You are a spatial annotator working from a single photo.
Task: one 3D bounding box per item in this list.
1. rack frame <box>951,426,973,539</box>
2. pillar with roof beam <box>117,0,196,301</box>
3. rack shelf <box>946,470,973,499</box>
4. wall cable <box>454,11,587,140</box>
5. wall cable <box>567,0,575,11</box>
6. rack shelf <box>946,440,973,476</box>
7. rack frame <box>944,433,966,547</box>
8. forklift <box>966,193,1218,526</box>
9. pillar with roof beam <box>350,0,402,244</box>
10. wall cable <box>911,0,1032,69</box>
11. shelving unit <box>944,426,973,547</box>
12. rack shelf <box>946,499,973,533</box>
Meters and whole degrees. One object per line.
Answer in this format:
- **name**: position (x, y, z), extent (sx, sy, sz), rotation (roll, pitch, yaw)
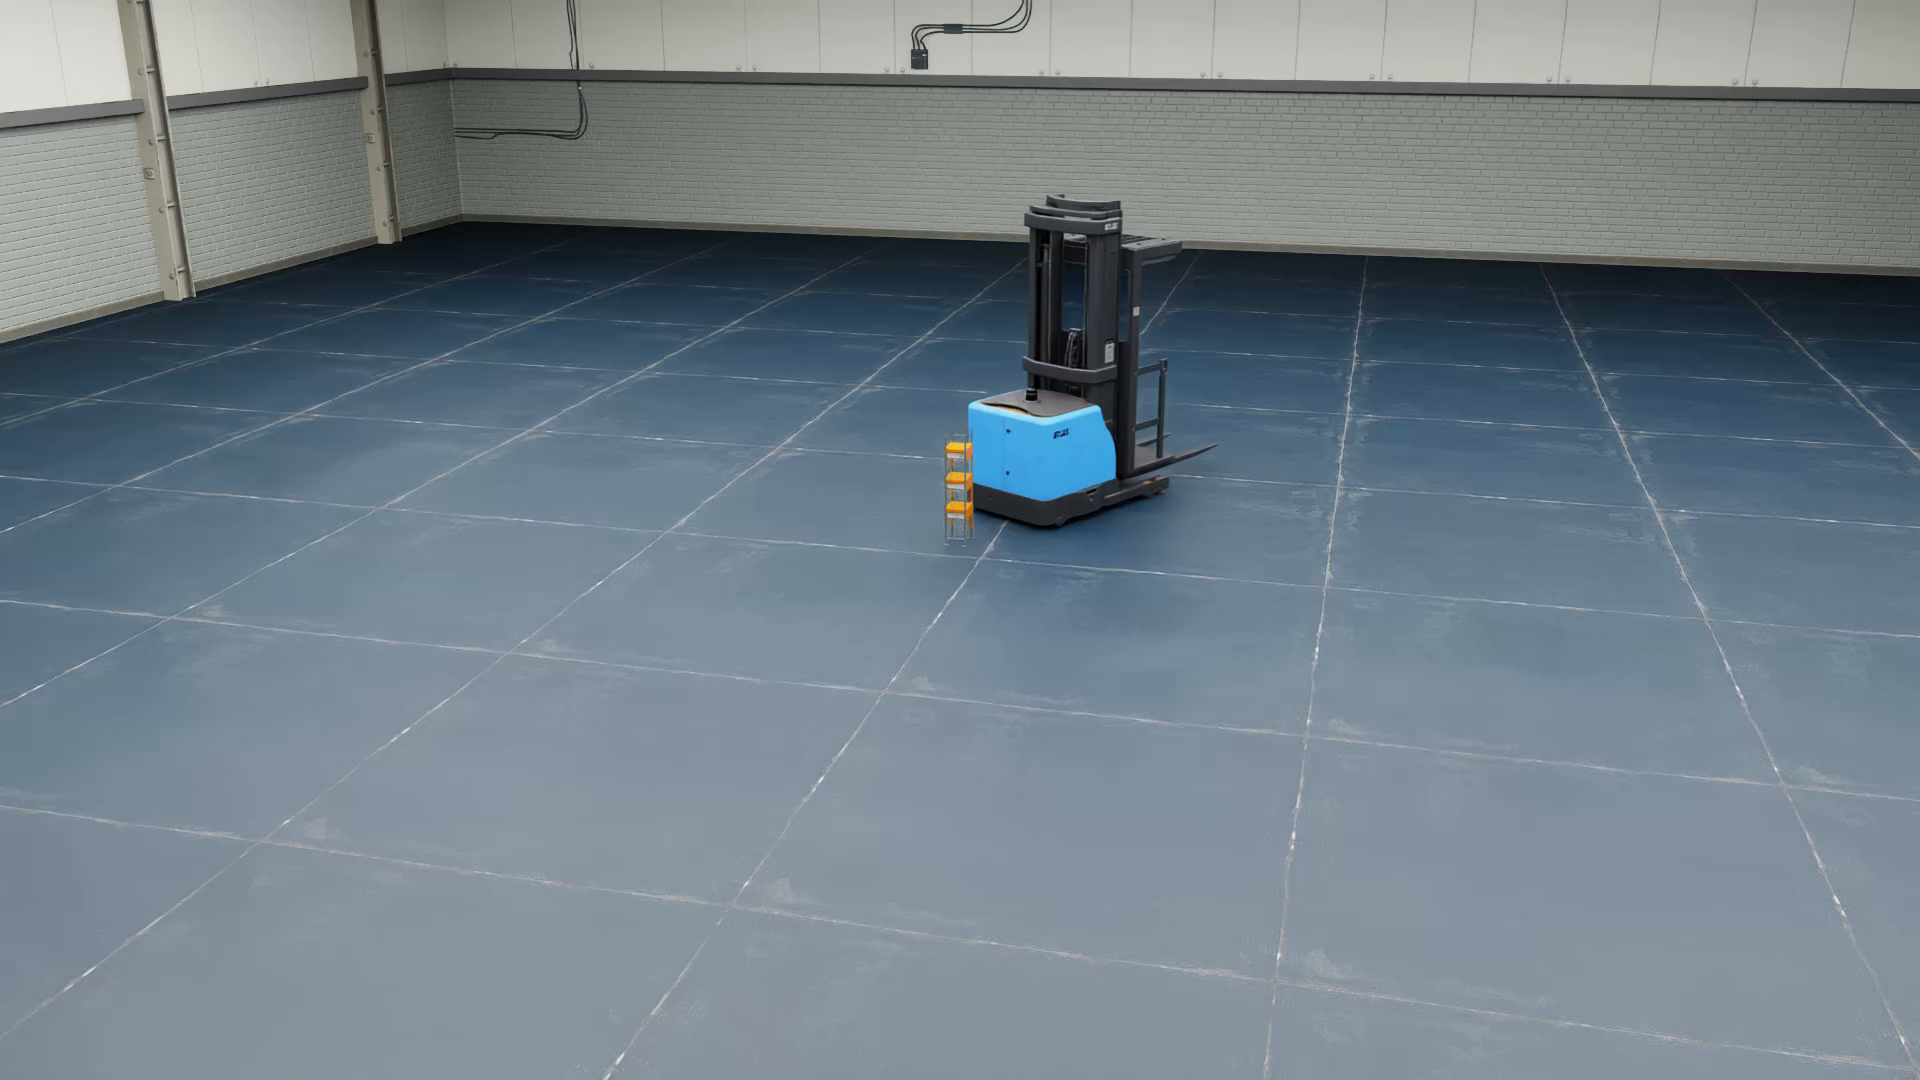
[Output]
- **rack frame**: position (0.017, -0.518, 15.143), extent (0.200, 1.050, 0.008), rotation (5, 19, 13)
- **pillar with roof beam**: position (-8.294, -7.785, 24.121), extent (9.100, 9.000, 0.400), rotation (5, 19, 13)
- **rack shelf**: position (-0.013, -0.470, 15.035), extent (0.215, 0.259, 0.240), rotation (5, 19, 13)
- **wall cable**: position (-9.001, -9.355, 33.522), extent (3.097, 2.526, 0.112), rotation (5, 19, 13)
- **wall cable**: position (-6.377, -11.532, 32.080), extent (3.097, 2.526, 0.112), rotation (5, 19, 13)
- **rack shelf**: position (-0.013, -0.739, 14.943), extent (0.215, 0.259, 0.240), rotation (5, 19, 13)
- **rack frame**: position (-0.043, -0.442, 14.919), extent (0.200, 1.050, 0.008), rotation (5, 19, 13)
- **forklift**: position (1.440, -1.909, 16.305), extent (1.130, 2.935, 3.031), rotation (17, 25, 41)
- **pillar with roof beam**: position (-6.828, -9.666, 29.627), extent (9.100, 9.000, 0.400), rotation (5, 19, 13)
- **wall cable**: position (0.201, -11.680, 30.261), extent (2.305, 6.003, 0.169), rotation (5, 19, 13)
- **shelving unit**: position (-0.013, -0.480, 15.031), extent (0.215, 1.050, 0.252), rotation (5, 19, 13)
- **rack shelf**: position (-0.013, -0.207, 15.124), extent (0.215, 0.259, 0.240), rotation (5, 19, 13)
